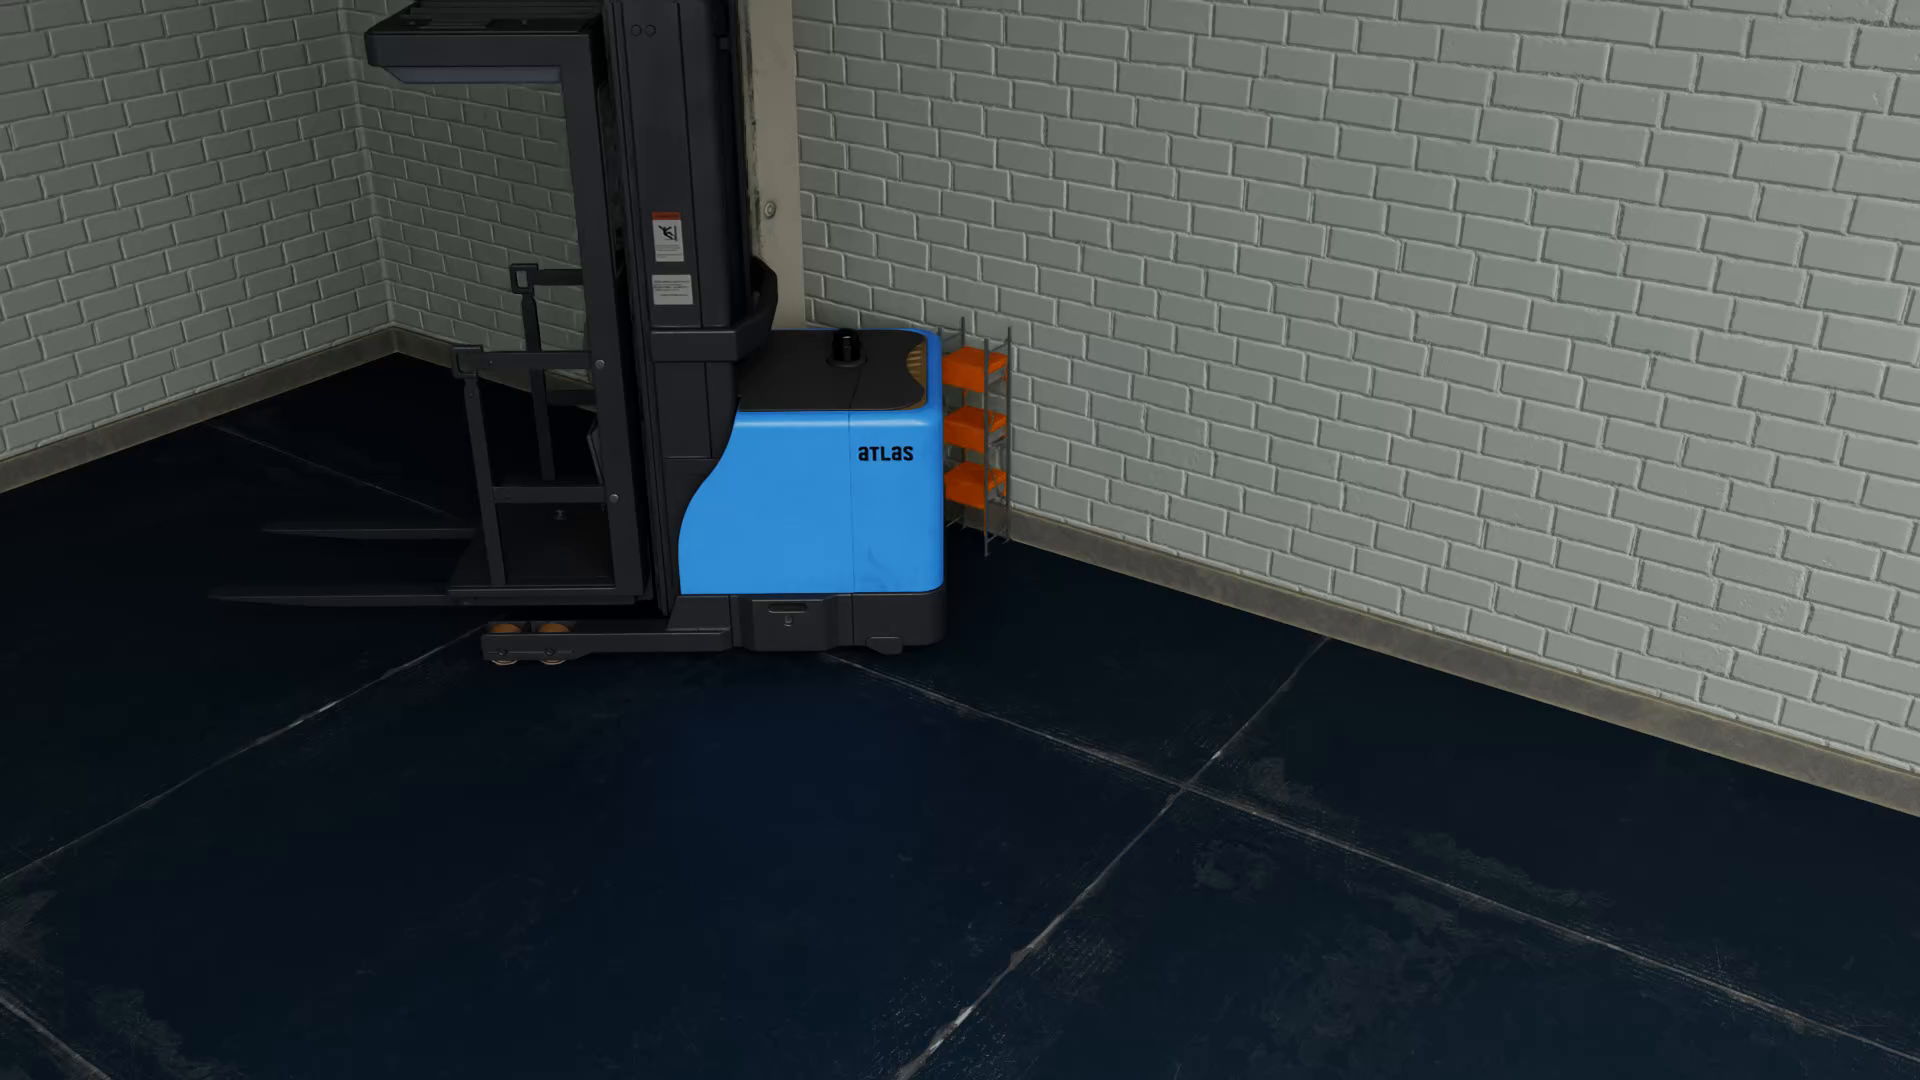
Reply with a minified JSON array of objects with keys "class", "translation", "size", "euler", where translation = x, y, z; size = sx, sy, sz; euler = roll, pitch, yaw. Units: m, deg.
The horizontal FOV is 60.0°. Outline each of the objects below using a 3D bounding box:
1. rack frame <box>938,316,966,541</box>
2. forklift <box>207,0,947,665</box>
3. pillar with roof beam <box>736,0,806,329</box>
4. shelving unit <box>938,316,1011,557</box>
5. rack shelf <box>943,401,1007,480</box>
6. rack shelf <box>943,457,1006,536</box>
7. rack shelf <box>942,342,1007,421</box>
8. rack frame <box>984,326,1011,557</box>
[{"class":"rack frame","translation":[-0.035,-0.489,7.550],"size":[0.008,1.050,0.200],"euler":[17,31,30]},{"class":"forklift","translation":[-1.575,-1.041,6.563],"size":[3.031,2.935,1.130],"euler":[0,27,-1]},{"class":"pillar with roof beam","translation":[-3.427,-2.721,3.175],"size":[0.400,9.000,9.100],"euler":[17,32,30]},{"class":"shelving unit","translation":[0.066,-0.459,7.489],"size":[0.252,1.050,0.215],"euler":[17,31,30]},{"class":"rack shelf","translation":[0.066,-0.450,7.494],"size":[0.240,0.259,0.215],"euler":[17,31,30]},{"class":"rack shelf","translation":[0.068,-0.201,7.619],"size":[0.240,0.259,0.215],"euler":[17,31,30]},{"class":"rack shelf","translation":[0.064,-0.703,7.366],"size":[0.240,0.259,0.215],"euler":[17,31,30]},{"class":"rack frame","translation":[0.167,-0.429,7.428],"size":[0.008,1.050,0.200],"euler":[17,31,30]}]
